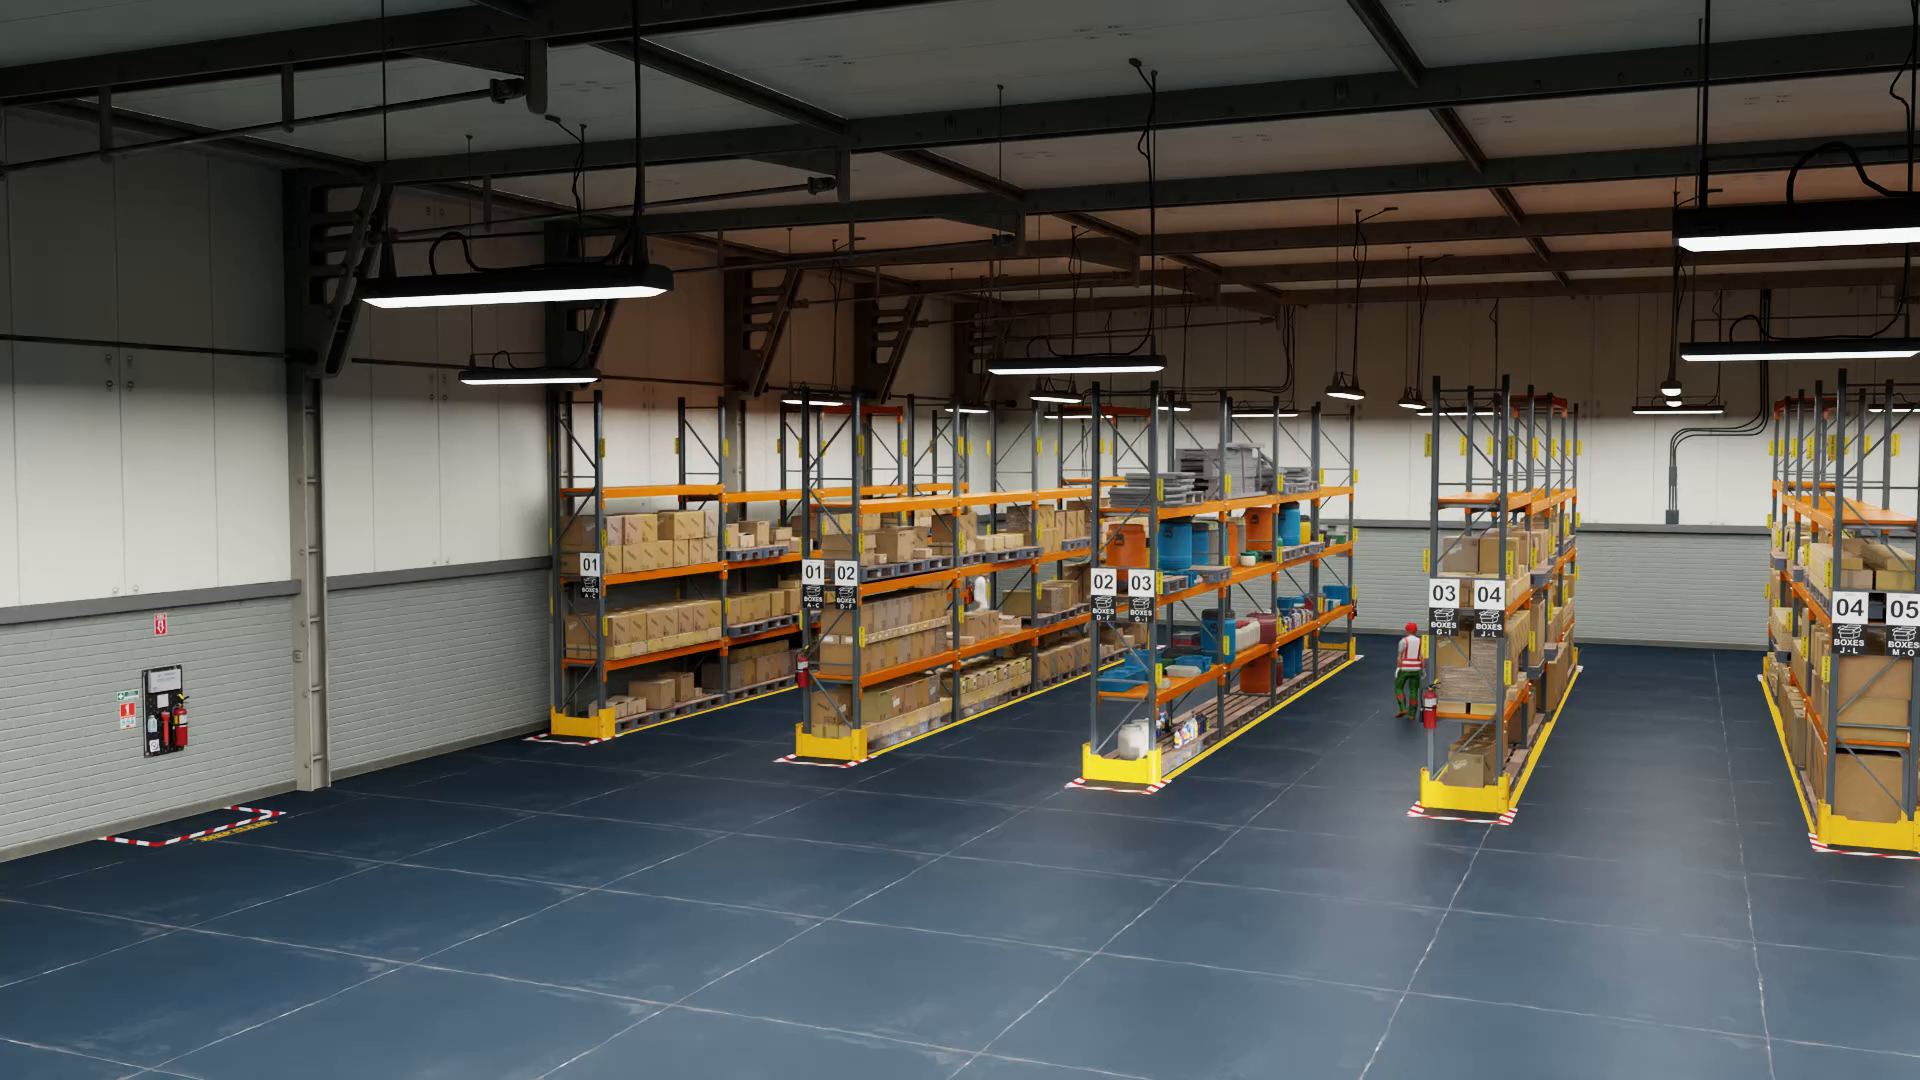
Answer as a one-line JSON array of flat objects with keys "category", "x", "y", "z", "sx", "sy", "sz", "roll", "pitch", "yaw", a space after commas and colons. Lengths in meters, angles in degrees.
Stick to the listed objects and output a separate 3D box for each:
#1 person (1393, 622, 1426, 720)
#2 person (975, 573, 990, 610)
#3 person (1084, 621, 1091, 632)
[{"category": "person", "x": 8.306, "y": 2.407, "z": 30.722, "sx": 0.591, "sy": 1.785, "sz": 0.408, "roll": 0, "pitch": 3, "yaw": -7}, {"category": "person", "x": 0.587, "y": 1.637, "z": 44.498, "sx": 0.566, "sy": 1.777, "sz": 0.599, "roll": 1, "pitch": 3, "yaw": 23}, {"category": "person", "x": 3.386, "y": 1.816, "z": 42.813, "sx": 0.471, "sy": 1.725, "sz": 0.502, "roll": 0, "pitch": 3, "yaw": -4}]
